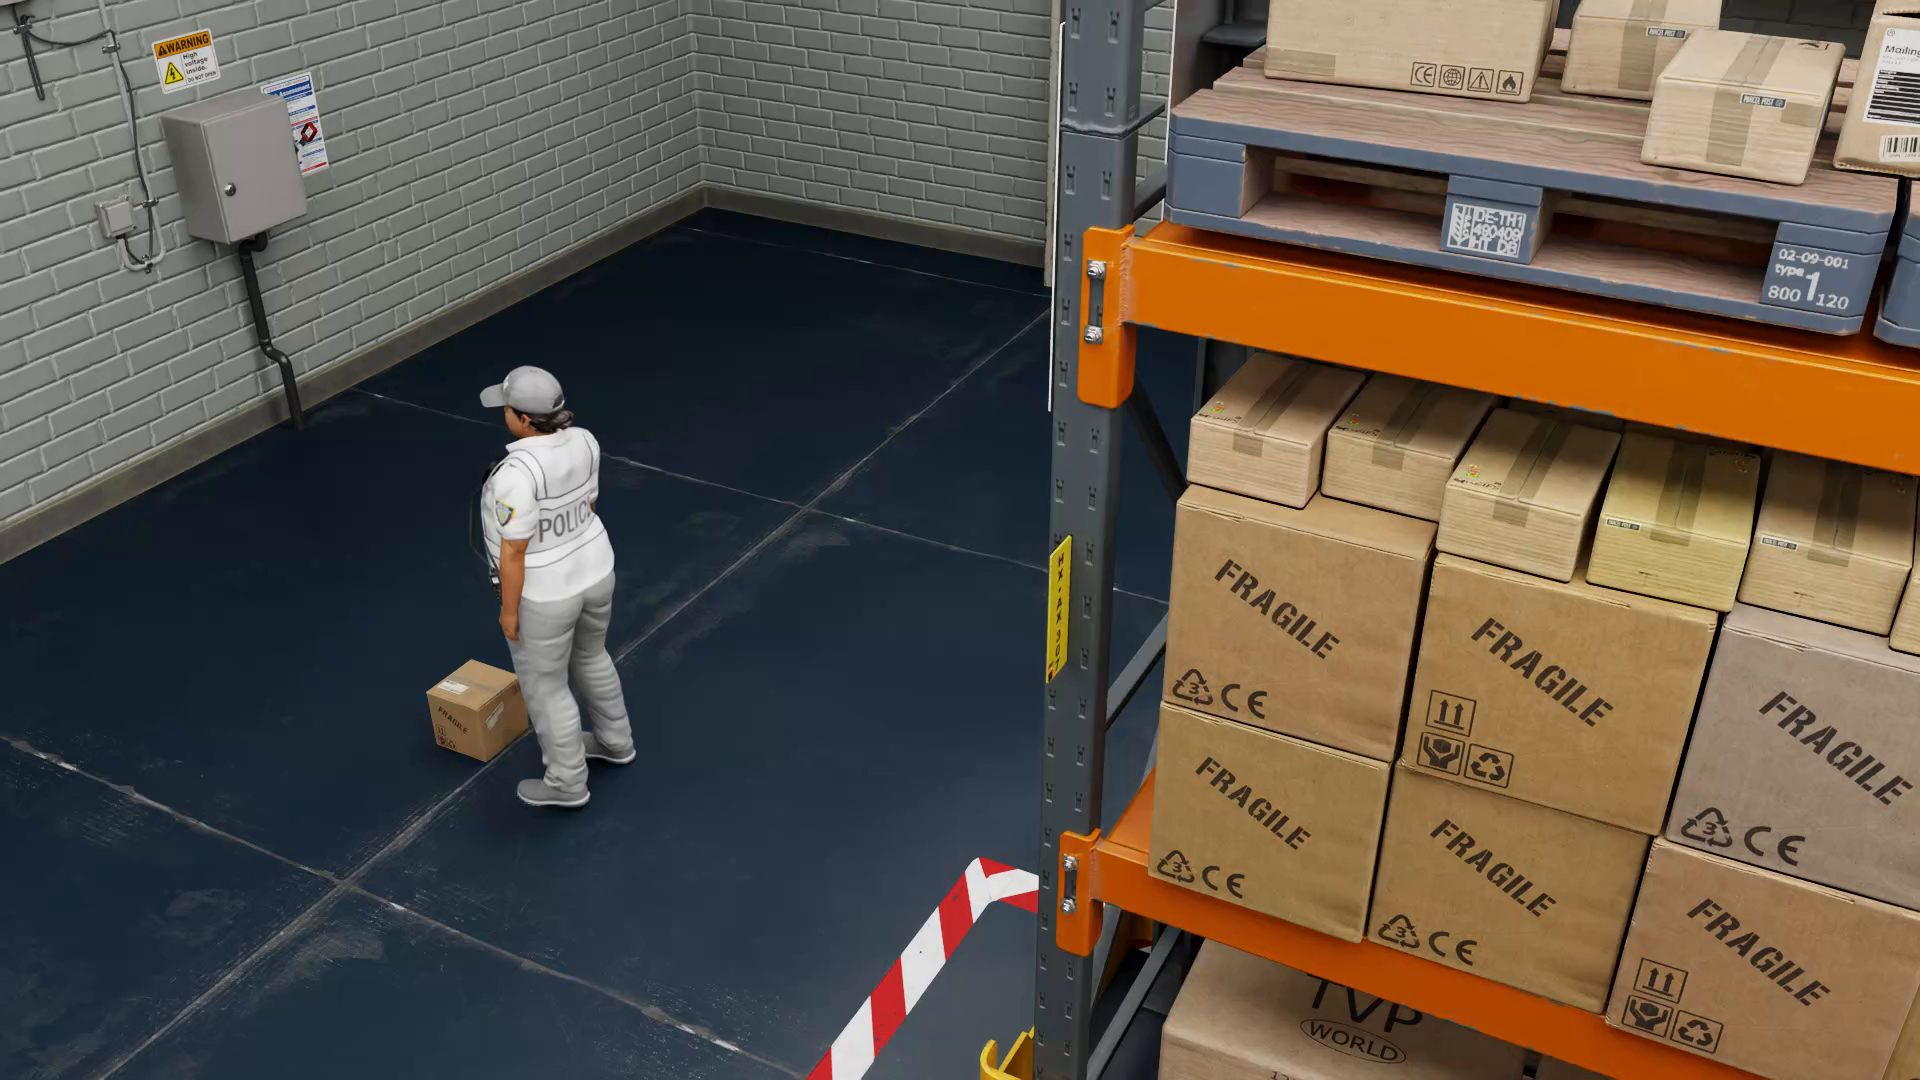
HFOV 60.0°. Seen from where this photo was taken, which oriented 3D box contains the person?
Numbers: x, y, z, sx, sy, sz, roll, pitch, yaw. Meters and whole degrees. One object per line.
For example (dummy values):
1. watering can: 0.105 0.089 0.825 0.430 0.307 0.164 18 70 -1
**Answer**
1. person: -1.438 0.166 5.856 0.389 1.673 0.478 15 34 24
